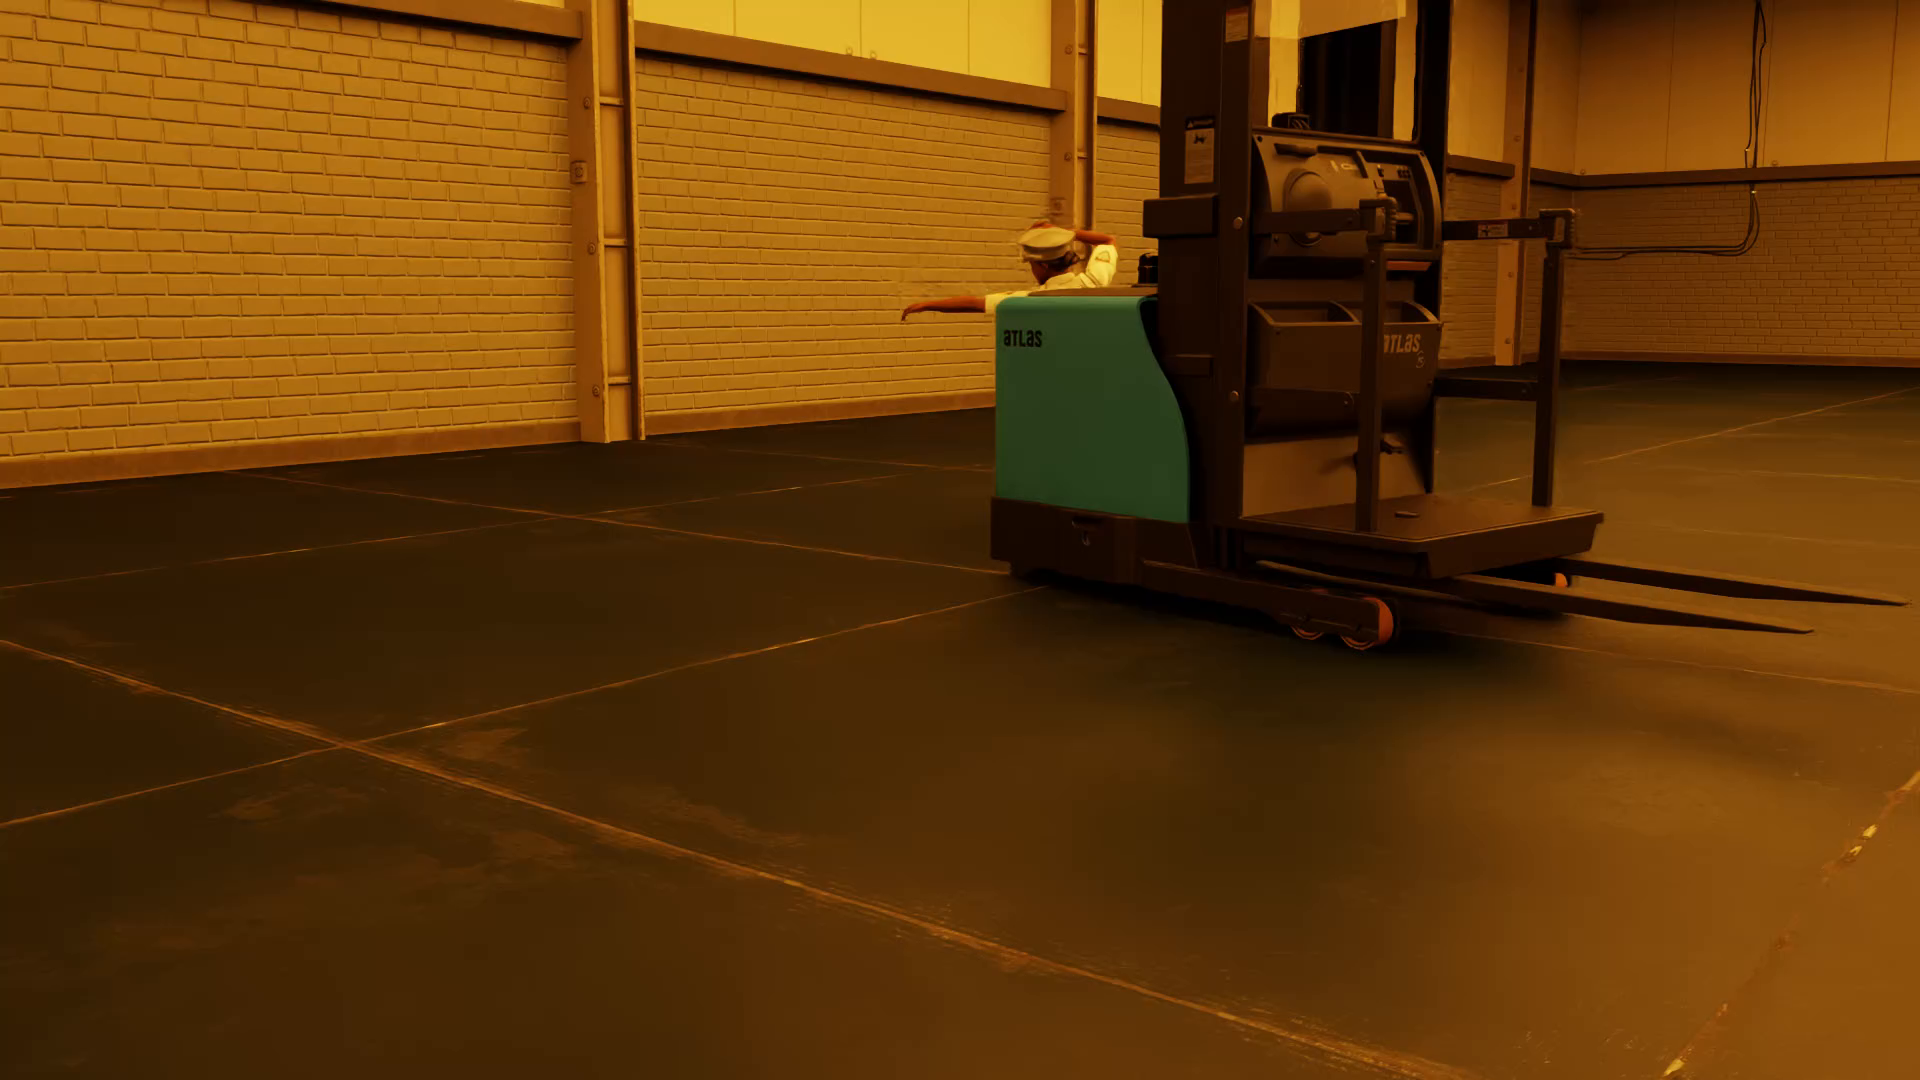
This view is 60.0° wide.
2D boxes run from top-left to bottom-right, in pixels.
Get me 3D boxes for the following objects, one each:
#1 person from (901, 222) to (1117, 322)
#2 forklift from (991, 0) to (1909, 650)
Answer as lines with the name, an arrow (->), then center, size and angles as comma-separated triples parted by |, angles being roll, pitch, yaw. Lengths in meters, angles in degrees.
person -> 0.304, -0.787, 7.959 | 1.002, 1.449, 0.841 | 4, 9, 23
forklift -> 1.450, -1.194, 5.441 | 1.130, 2.935, 3.031 | -7, 11, -39
